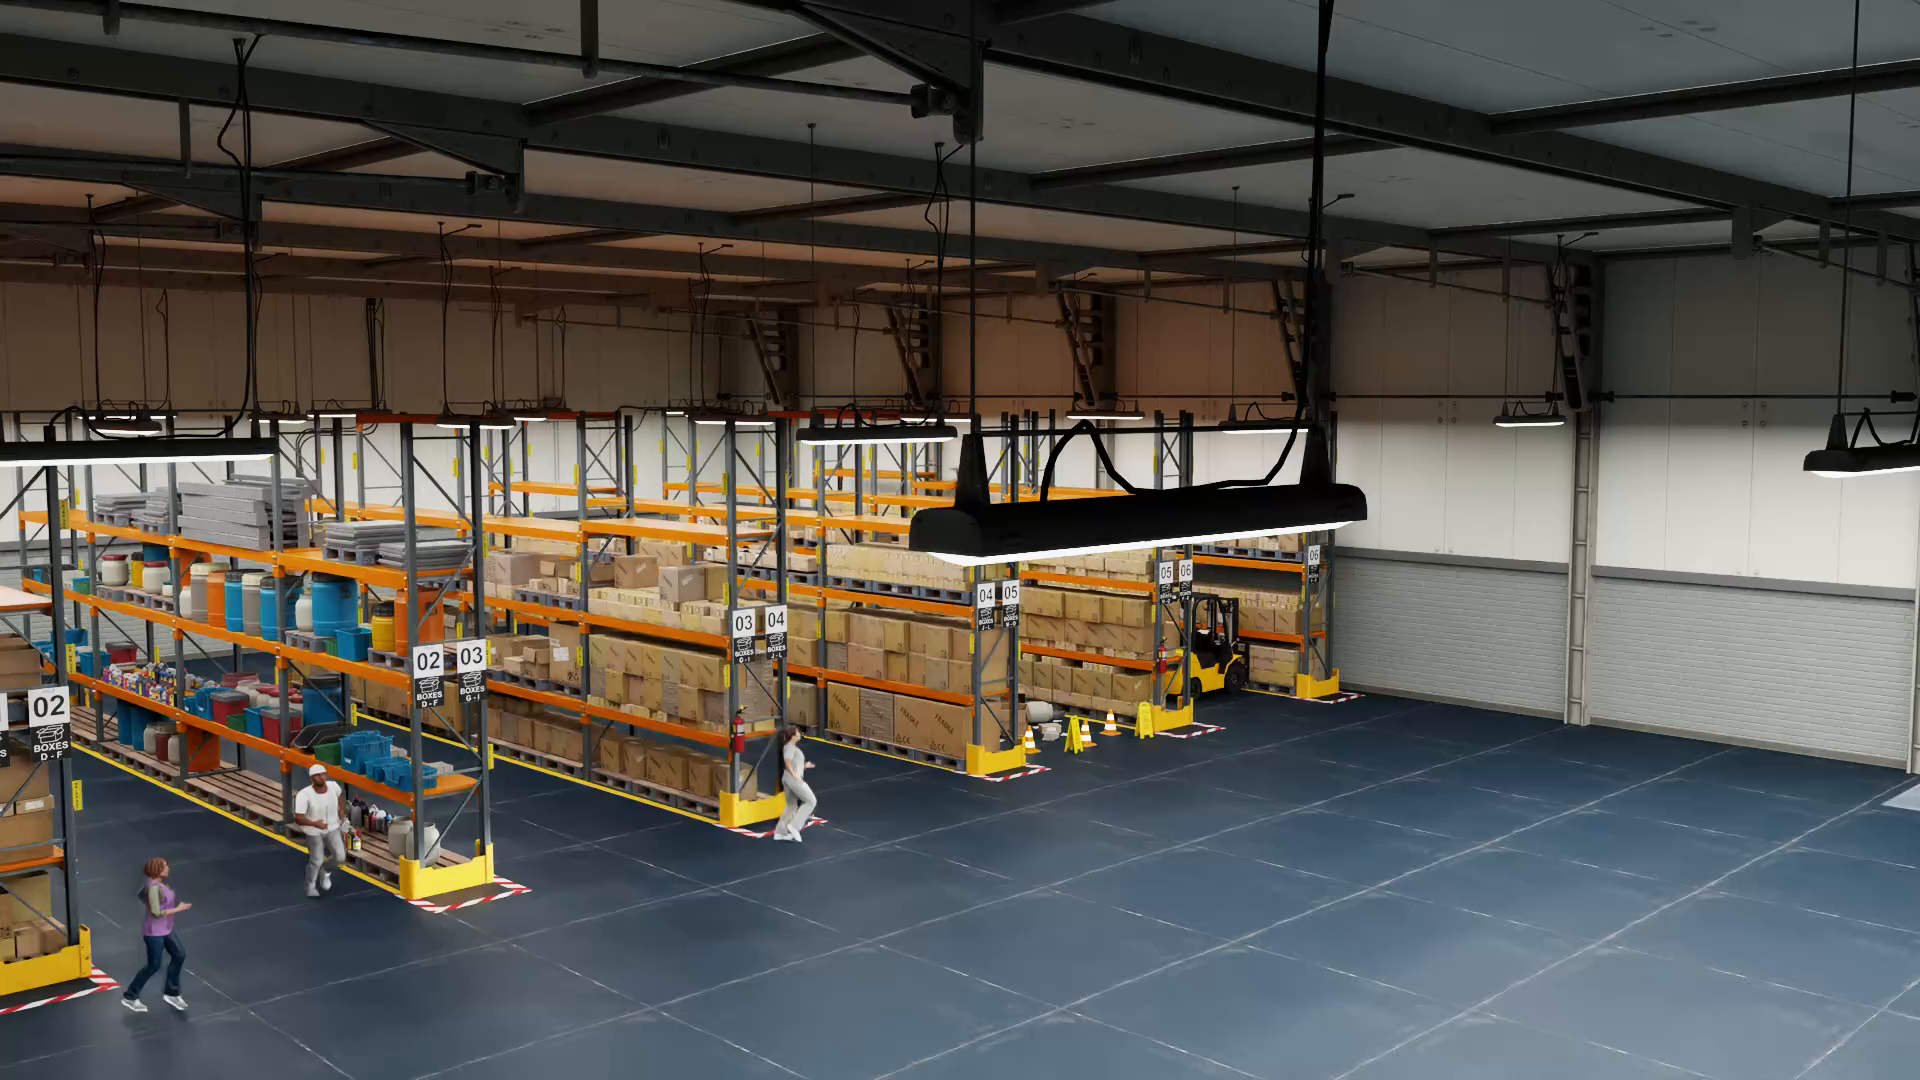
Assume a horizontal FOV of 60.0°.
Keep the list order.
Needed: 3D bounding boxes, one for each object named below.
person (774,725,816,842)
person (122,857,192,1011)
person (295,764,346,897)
[{"bbox_3d":[-2.340,3.452,23.628,0.658,1.657,0.540,-2,5,-25],"label":"person"},{"bbox_3d":[-8.231,4.059,17.036,0.691,1.655,0.579,-1,5,-15],"label":"person"},{"bbox_3d":[-7.991,3.649,20.888,0.751,1.716,0.723,5,7,45],"label":"person"}]
